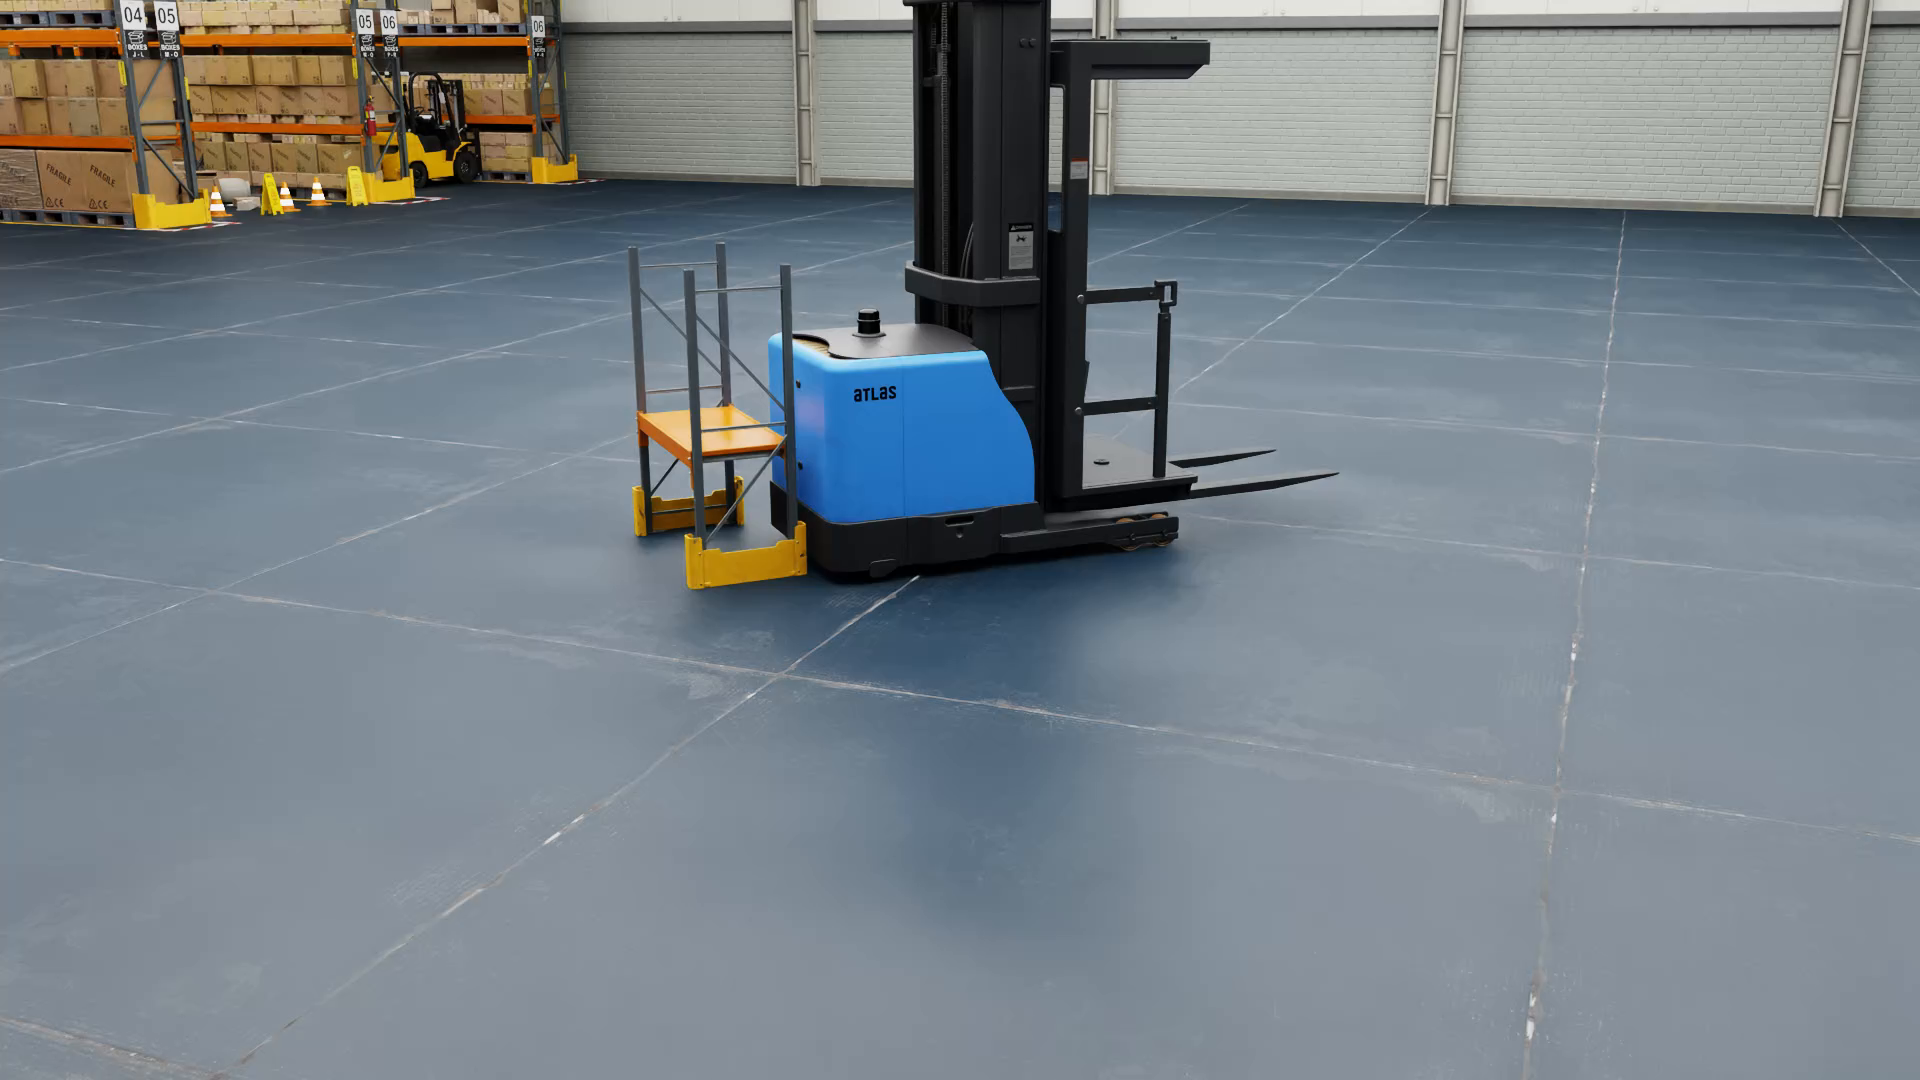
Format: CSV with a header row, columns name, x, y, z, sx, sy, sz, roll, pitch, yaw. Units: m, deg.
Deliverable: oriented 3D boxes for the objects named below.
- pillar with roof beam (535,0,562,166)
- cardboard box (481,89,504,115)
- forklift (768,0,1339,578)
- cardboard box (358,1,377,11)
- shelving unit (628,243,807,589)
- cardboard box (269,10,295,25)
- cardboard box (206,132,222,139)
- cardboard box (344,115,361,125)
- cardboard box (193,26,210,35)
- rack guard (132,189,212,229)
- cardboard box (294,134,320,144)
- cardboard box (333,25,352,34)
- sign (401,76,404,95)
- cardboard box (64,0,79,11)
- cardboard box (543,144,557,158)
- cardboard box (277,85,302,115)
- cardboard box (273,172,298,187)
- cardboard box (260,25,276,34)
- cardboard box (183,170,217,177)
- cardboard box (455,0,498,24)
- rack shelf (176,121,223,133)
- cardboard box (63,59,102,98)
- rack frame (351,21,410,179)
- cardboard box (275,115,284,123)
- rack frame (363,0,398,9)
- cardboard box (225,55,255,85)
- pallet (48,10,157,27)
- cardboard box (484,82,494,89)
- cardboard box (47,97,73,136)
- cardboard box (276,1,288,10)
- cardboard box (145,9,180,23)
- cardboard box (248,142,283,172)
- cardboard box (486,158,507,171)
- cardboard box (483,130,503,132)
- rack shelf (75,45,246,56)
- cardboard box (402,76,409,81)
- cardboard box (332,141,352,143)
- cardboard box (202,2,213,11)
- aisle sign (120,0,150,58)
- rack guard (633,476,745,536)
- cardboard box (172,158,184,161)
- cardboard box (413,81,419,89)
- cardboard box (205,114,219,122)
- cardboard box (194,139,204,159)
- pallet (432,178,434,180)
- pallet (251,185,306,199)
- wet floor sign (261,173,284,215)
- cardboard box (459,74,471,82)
name,x,y,z,sx,sy,sz,roll,pitch,yaw
pillar with roof beam,-10.135,-10.804,29.749,0.400,9.000,9.100,6,17,21
cardboard box,-9.272,-8.820,33.496,0.500,0.500,0.500,7,18,22
forklift,0.573,-1.479,8.510,3.031,2.935,1.130,-7,18,-23
cardboard box,-10.312,-9.239,28.758,0.250,0.149,0.380,6,17,20
shelving unit,-1.231,-0.655,8.241,0.587,1.500,1.083,-7,18,-24
cardboard box,-11.583,-9.044,28.802,0.500,0.250,0.500,7,18,22
cardboard box,-16.233,-8.850,36.347,0.250,0.149,0.380,5,17,18
cardboard box,-10.483,-7.309,28.920,0.250,0.149,0.380,7,18,22
cardboard box,-13.355,-9.038,29.498,0.250,0.149,0.380,6,17,21
rack guard,-11.757,-4.950,24.827,0.348,0.500,1.175,6,17,21
cardboard box,-11.496,-7.061,29.285,0.250,0.149,0.380,7,17,22
cardboard box,-10.491,-8.731,28.437,0.250,0.149,0.380,6,17,21
sign,-9.858,-8.003,29.309,0.005,0.325,0.100,6,17,21
cardboard box,-12.686,-7.720,24.025,0.250,0.149,0.380,7,17,21
cardboard box,-8.600,-7.958,33.987,0.500,0.250,0.500,7,17,22
cardboard box,-11.591,-7.726,29.194,0.500,0.500,0.500,6,17,20
cardboard box,-11.875,-6.448,29.683,0.500,0.250,0.500,6,17,19
cardboard box,-11.936,-8.876,28.939,0.250,0.149,0.380,6,17,20
cardboard box,-13.280,-6.194,29.109,0.500,0.500,0.500,-9,18,-27
cardboard box,-9.656,-10.586,33.264,0.500,0.500,0.700,6,17,21
rack shelf,-15.638,-7.715,31.159,4.000,0.370,1.077,6,17,21
cardboard box,-12.655,-6.824,24.592,0.550,0.550,0.875,6,17,21
rack frame,-10.057,-7.447,28.945,0.127,3.000,1.000,6,17,21
cardboard box,-11.898,-7.470,29.477,0.250,0.149,0.380,6,17,21
rack frame,-11.960,-12.025,33.954,0.127,3.000,1.000,6,17,21
cardboard box,-12.524,-8.310,29.410,0.500,0.500,0.700,6,17,19
pallet,-12.473,-7.624,24.333,1.213,0.211,1.003,6,17,21
cardboard box,-9.358,-9.146,33.455,0.250,0.149,0.380,6,17,20
cardboard box,-13.135,-6.391,25.040,0.550,0.550,0.875,6,17,21
cardboard box,-11.625,-9.265,28.848,0.250,0.149,0.380,6,17,19
cardboard box,-14.374,-9.448,29.975,0.500,0.250,0.500,6,17,20
cardboard box,-12.344,-6.862,29.763,0.500,0.500,0.500,7,18,24
cardboard box,-9.251,-7.635,33.772,0.500,0.250,0.500,6,17,21
cardboard box,-9.544,-8.298,34.263,0.500,0.250,0.500,6,17,20
rack shelf,-17.541,-10.853,36.586,4.000,0.370,1.077,6,17,21
cardboard box,-11.255,-9.509,34.173,0.250,0.149,0.380,6,17,20
cardboard box,-11.216,-6.897,29.885,0.500,0.500,0.500,6,17,19
cardboard box,-13.109,-9.394,29.291,0.250,0.149,0.380,6,17,19
aisle sign,-11.823,-7.316,23.832,0.004,0.787,0.394,6,17,21
rack guard,-1.440,-0.181,8.849,0.587,0.250,0.087,-7,18,-24
cardboard box,-14.937,-6.921,31.095,0.625,0.372,0.950,7,18,24
cardboard box,-11.063,-9.312,34.028,0.250,0.149,0.380,7,17,22
cardboard box,-13.348,-7.608,29.949,0.250,0.149,0.380,7,18,22
cardboard box,-16.615,-8.596,36.632,0.500,0.500,0.500,6,17,20
pallet,-11.235,-7.712,34.861,1.213,0.211,1.003,6,17,21
pallet,-12.001,-6.333,30.110,1.213,0.211,1.003,6,17,21
wet floor sign,-11.025,-5.533,26.574,0.232,0.644,0.267,3,17,11
cardboard box,-9.873,-9.323,33.533,0.250,0.149,0.380,7,17,22
